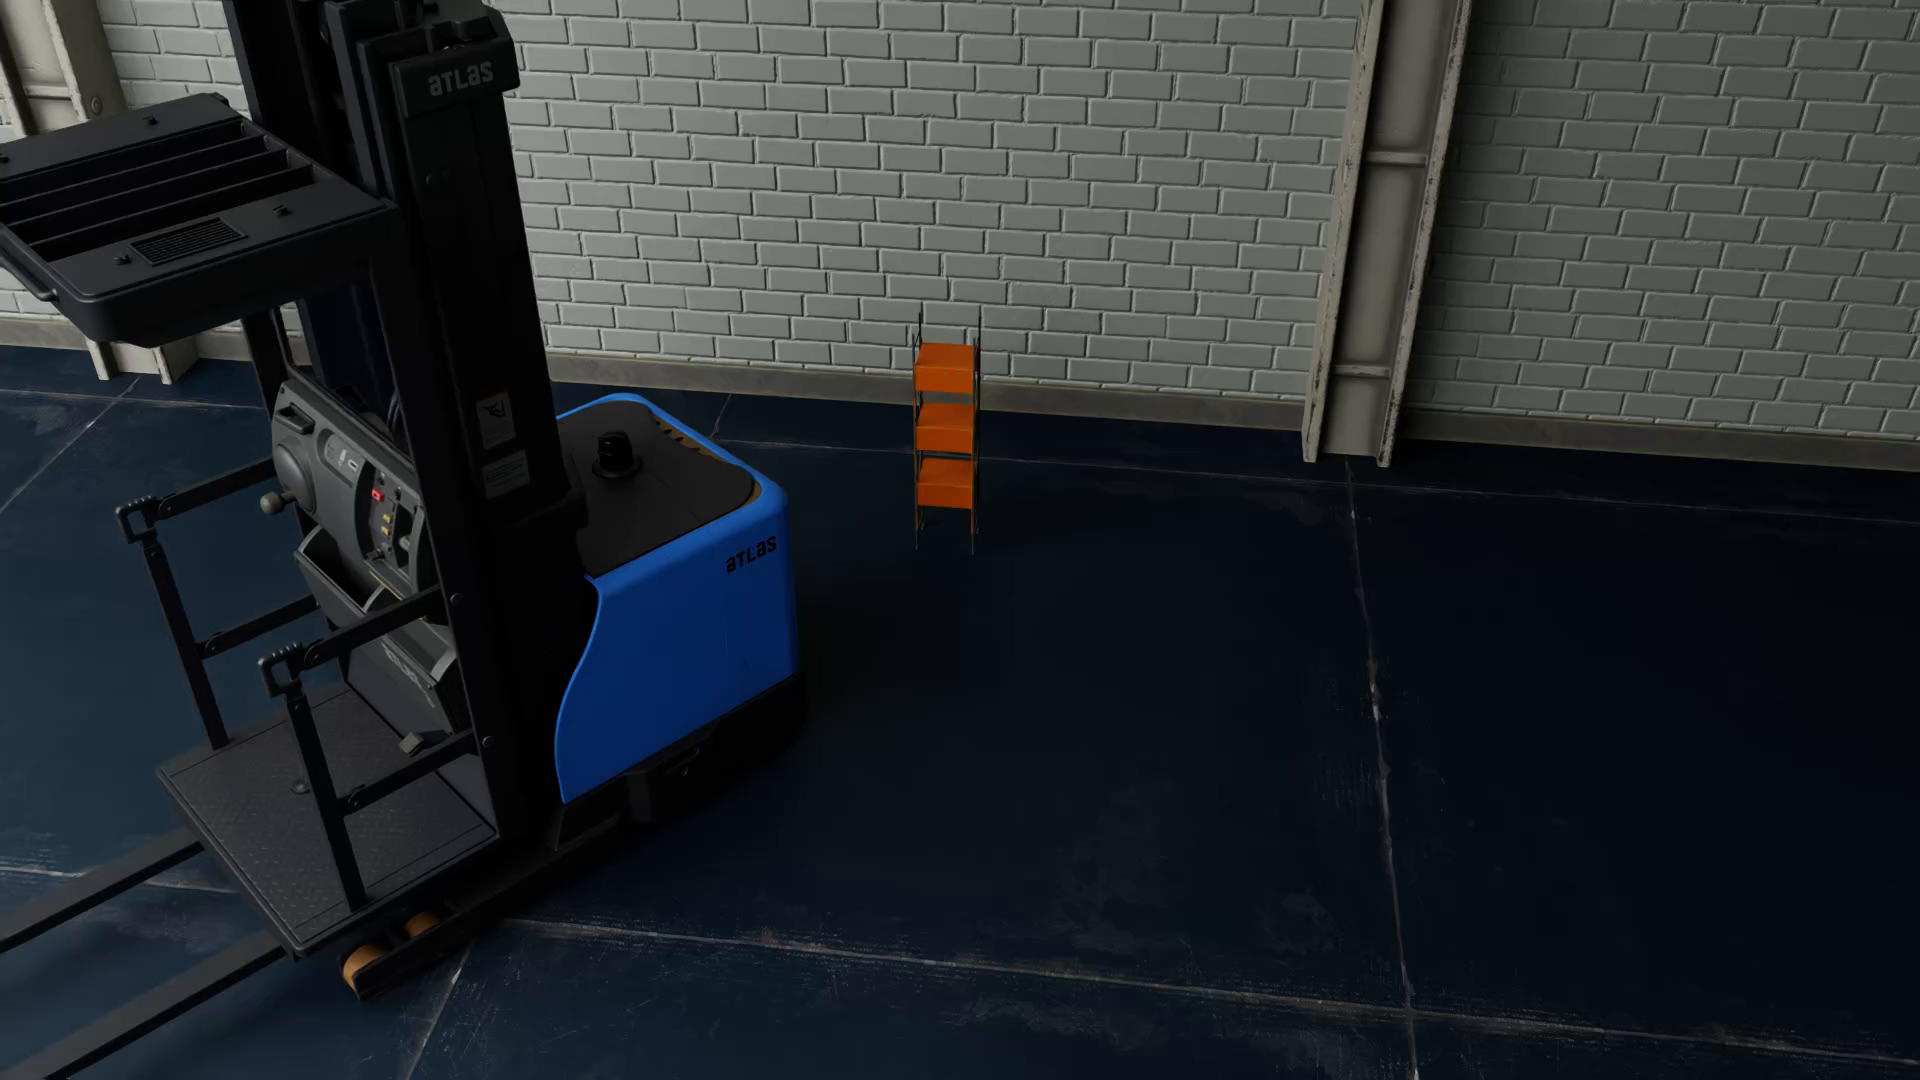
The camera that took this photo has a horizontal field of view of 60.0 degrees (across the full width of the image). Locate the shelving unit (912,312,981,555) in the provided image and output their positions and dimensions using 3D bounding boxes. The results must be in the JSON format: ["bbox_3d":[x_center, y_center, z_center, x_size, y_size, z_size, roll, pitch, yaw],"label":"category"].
[{"bbox_3d":[-0.053,-0.431,6.951,0.252,1.050,0.215,4,36,6],"label":"shelving unit"}]

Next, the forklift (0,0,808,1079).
[{"bbox_3d":[-1.986,-0.101,4.868,3.031,2.935,1.130,-29,45,-34],"label":"forklift"}]

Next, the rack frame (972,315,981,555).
[{"bbox_3d":[0.068,-0.422,6.938,0.008,1.050,0.200,4,36,6],"label":"rack frame"}]

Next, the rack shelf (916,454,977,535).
[{"bbox_3d":[-0.053,-0.196,7.118,0.240,0.259,0.215,4,36,6],"label":"rack shelf"}]

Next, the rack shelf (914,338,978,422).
[{"bbox_3d":[-0.053,-0.654,6.792,0.240,0.259,0.215,4,36,6],"label":"rack shelf"}]

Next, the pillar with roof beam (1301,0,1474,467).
[{"bbox_3d":[1.274,-1.623,1.777,0.400,9.000,9.100,4,36,6],"label":"pillar with roof beam"}]

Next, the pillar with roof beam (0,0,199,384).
[{"bbox_3d":[-4.677,-2.067,2.399,0.400,9.000,9.100,4,36,6],"label":"pillar with roof beam"}]

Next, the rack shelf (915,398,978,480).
[{"bbox_3d":[-0.053,-0.423,6.957,0.240,0.259,0.215,4,36,6],"label":"rack shelf"}]

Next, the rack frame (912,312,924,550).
[{"bbox_3d":[-0.174,-0.440,6.963,0.008,1.050,0.200,4,36,6],"label":"rack frame"}]
